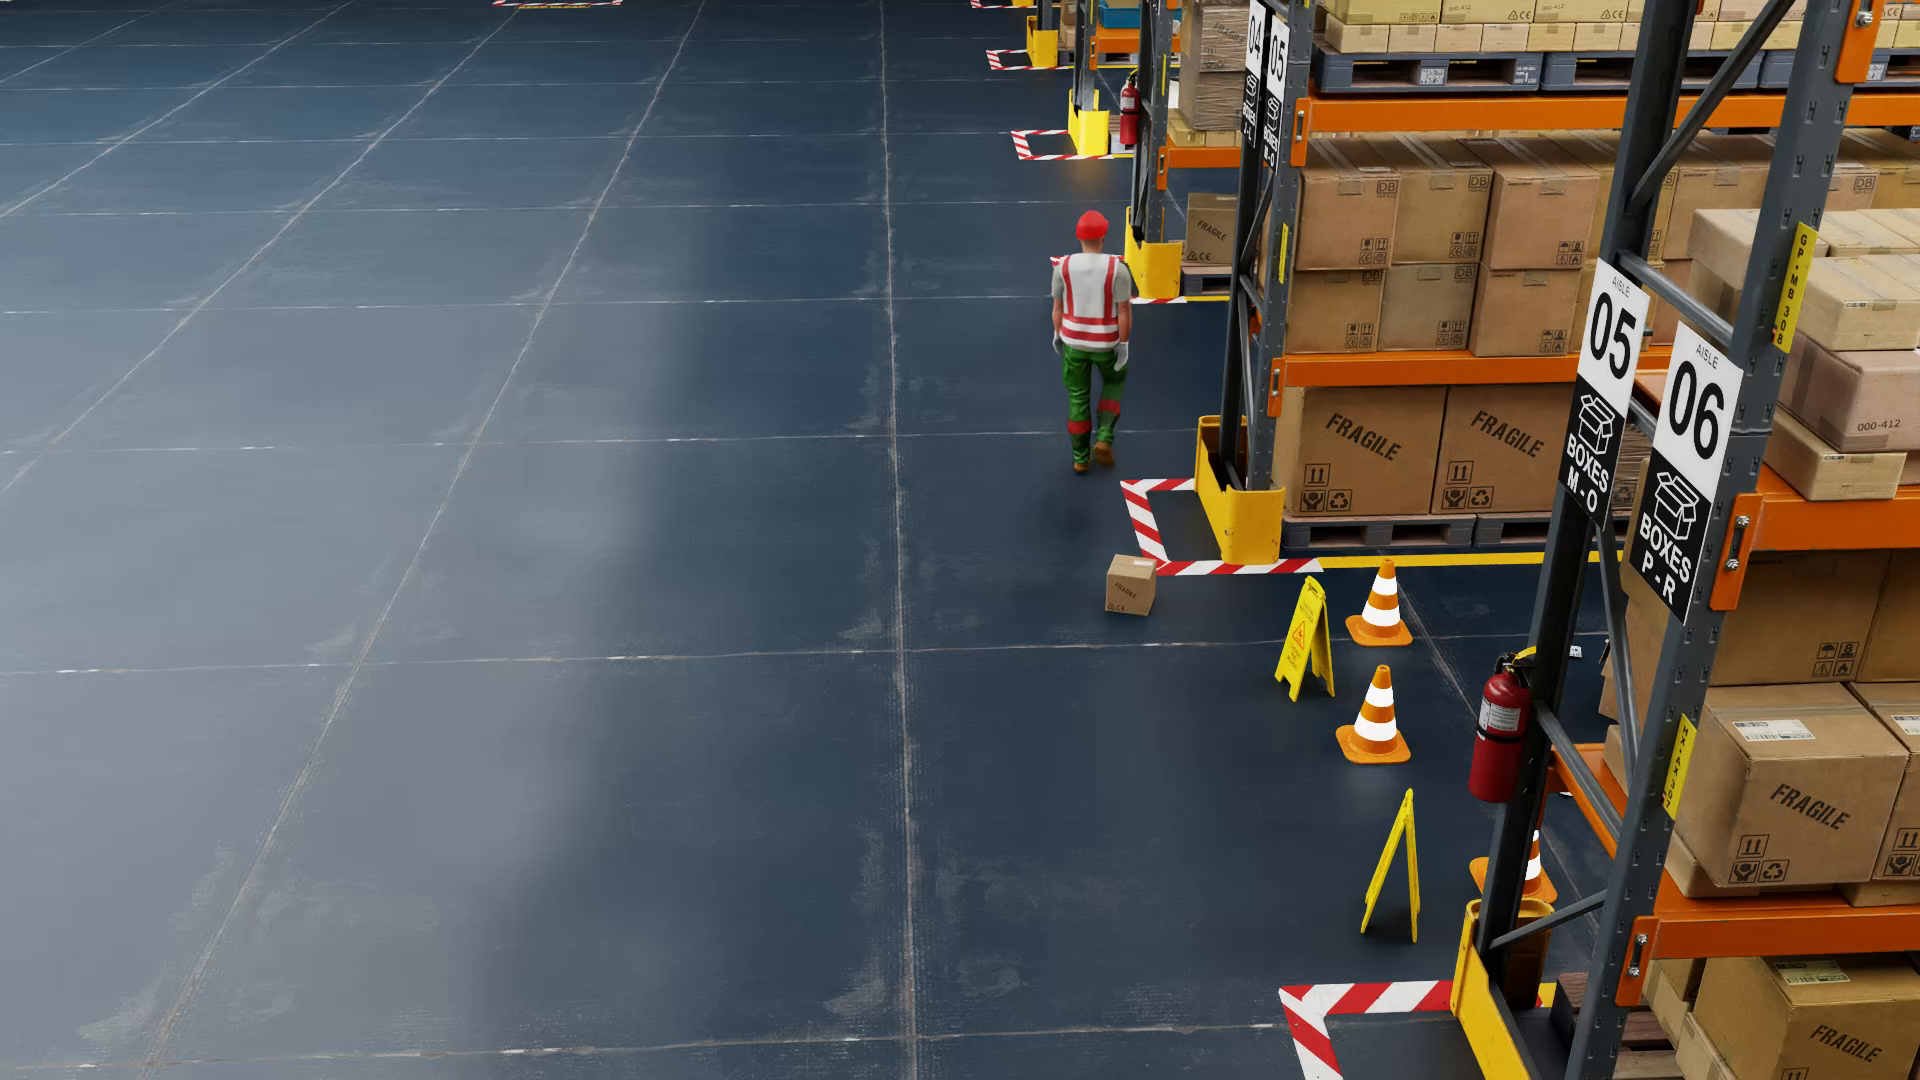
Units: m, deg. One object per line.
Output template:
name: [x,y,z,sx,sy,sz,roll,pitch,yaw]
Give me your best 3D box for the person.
person: [0.880,-1.330,11.123,0.542,1.793,0.451,4,28,8]
